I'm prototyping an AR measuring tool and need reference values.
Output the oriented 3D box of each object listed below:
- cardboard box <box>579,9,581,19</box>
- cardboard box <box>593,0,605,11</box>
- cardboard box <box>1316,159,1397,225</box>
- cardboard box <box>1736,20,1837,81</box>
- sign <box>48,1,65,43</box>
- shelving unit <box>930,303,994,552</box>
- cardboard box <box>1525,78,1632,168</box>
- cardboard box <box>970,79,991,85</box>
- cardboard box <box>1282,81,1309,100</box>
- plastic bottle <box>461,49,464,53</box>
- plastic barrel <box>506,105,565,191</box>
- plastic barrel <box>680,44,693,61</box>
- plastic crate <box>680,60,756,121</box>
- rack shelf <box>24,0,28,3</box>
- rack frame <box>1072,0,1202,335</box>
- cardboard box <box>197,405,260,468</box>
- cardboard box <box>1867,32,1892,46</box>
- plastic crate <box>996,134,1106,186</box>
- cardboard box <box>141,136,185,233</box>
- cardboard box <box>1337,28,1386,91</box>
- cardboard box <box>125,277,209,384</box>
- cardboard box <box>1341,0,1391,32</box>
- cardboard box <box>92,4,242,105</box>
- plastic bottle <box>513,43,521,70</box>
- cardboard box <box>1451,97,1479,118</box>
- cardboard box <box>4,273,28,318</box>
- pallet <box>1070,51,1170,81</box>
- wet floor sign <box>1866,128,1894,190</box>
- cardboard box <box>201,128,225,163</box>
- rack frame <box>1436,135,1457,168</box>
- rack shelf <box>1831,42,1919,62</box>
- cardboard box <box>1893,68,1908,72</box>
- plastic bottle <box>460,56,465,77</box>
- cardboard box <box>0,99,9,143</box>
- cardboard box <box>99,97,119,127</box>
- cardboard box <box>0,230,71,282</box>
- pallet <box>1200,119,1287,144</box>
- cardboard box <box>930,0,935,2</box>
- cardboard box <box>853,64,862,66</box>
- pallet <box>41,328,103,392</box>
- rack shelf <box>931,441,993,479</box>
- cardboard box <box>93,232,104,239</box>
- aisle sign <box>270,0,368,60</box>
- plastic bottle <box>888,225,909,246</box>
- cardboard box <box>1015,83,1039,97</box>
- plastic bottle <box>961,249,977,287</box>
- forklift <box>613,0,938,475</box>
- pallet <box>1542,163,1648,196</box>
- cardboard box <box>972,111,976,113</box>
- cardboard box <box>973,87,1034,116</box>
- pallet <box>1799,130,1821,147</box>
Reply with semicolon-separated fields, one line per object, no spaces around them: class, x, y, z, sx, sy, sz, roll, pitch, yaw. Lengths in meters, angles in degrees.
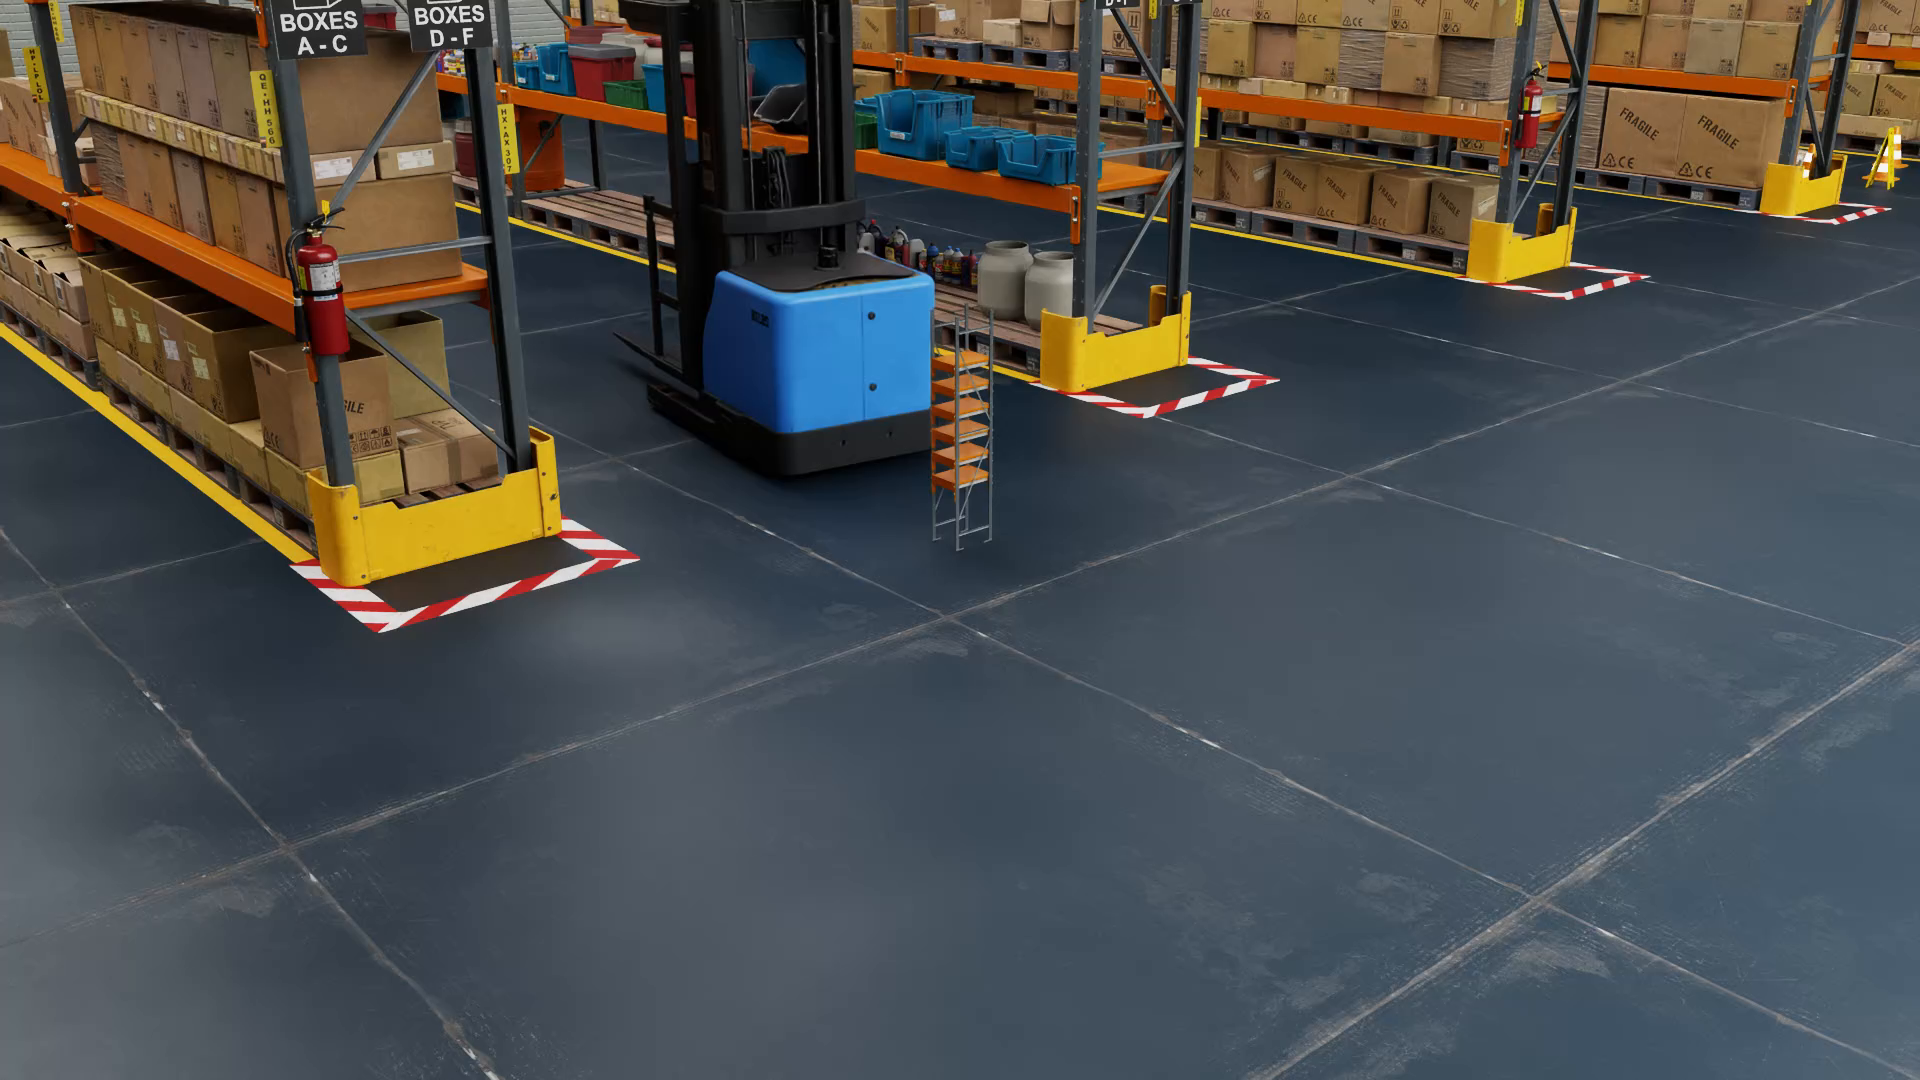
cardboard box;-5.390;-7.770;24.552;0.380;0.149;0.250;-18;28;-38
cardboard box;-5.087;-7.863;24.245;0.500;0.250;0.500;-18;28;-38
cardboard box;3.698;-3.256;15.535;0.500;0.500;0.500;-14;26;-33
cardboard box;8.451;-5.028;17.001;0.875;0.550;0.550;-17;27;-37
sign;-7.407;-4.238;13.605;0.100;0.325;0.005;-17;27;-37
shelving unit;0.009;-0.555;8.255;0.258;1.200;0.189;-17;27;-37
cardboard box;7.065;-4.739;18.807;0.875;0.875;0.875;-17;27;-37
cardboard box;0.380;-7.077;25.772;0.380;0.149;0.250;-17;27;-37
cardboard box;3.194;-4.159;15.334;0.380;0.149;0.250;-17;27;-37
plastic bottle;-5.455;-5.381;18.287;0.097;0.271;0.097;0;21;0
plastic barrel;-4.403;-4.060;17.138;0.600;0.830;0.708;-17;27;-37
plastic barrel;-2.397;-4.222;14.963;0.433;0.535;0.433;0;21;0
plastic crate;-2.007;-3.730;13.806;0.402;0.464;0.583;-17;27;-37
rack shelf;-6.520;-4.075;11.649;1.077;0.370;4.000;-17;27;-37
rack frame;1.151;-2.534;10.841;1.000;3.000;0.127;-17;27;-37
cardboard box;-3.841;-0.622;9.153;0.500;0.250;0.500;-17;27;-37
cardboard box;11.414;-6.191;20.522;0.380;0.149;0.250;-17;27;-37
plastic crate;0.598;-2.532;11.039;0.499;0.251;0.616;-17;27;-37
cardboard box;-4.246;-2.103;9.603;0.700;0.500;0.500;-17;27;-37
cardboard box;3.855;-4.315;14.842;0.875;0.500;0.500;-17;27;-37
cardboard box;-4.496;-1.247;9.720;0.500;0.500;0.500;-17;27;-37
cardboard box;3.702;-4.732;14.538;0.500;0.500;0.500;-17;27;-37
cardboard box;-4.589;-2.851;9.735;0.700;0.500;0.500;-18;27;-38
plastic bottle;-4.703;-5.148;17.691;0.097;0.271;0.097;0;21;0
cardboard box;4.399;-3.695;14.149;0.380;0.149;0.250;-17;27;-37
cardboard box;-6.699;-1.844;12.274;0.500;0.250;0.500;-17;27;-36
pallet;1.904;-4.975;17.335;1.003;0.211;1.213;-17;27;-37
wet floor sign;10.246;-4.233;18.407;0.232;0.644;0.267;17;27;36
cardboard box;-3.670;-2.050;8.578;0.380;0.149;0.250;-16;27;-36
rack frame;6.116;-5.971;19.616;1.000;3.000;0.127;-17;27;-37
rack shelf;11.106;-6.290;21.416;1.077;0.370;4.000;-17;27;-37
cardboard box;11.734;-5.775;21.282;0.500;0.500;0.500;-19;28;-39
plastic bottle;-5.061;-4.843;17.008;0.097;0.201;0.097;0;21;0
cardboard box;-7.388;-3.231;12.744;0.500;0.311;0.500;-18;28;-38
cardboard box;-4.852;-2.549;9.853;0.380;0.149;0.250;-18;28;-39
cardboard box;-6.690;-2.101;12.162;0.500;0.311;0.500;-18;28;-38
pallet;3.963;-5.542;22.344;1.003;0.211;1.213;-17;27;-37
cardboard box;-0.297;-8.714;26.075;0.500;0.500;0.500;-18;27;-38
cardboard box;-1.329;-5.573;20.938;1.225;0.875;0.875;-17;27;-37
pallet;-5.725;-1.357;11.659;1.003;0.211;1.213;-17;27;-37
rack shelf;0.009;-0.402;8.315;0.258;0.103;0.180;-17;27;-37
cardboard box;-6.300;-2.235;12.504;0.500;0.311;0.500;-17;27;-36
aisle sign;-2.783;-2.478;7.134;0.394;0.787;0.004;-17;27;-37
plastic bottle;-0.485;-2.359;13.423;0.144;0.351;0.185;-18;27;-38
cardboard box;1.176;-6.946;24.956;0.500;0.500;0.500;-16;27;-35
plastic bottle;0.070;-2.116;12.895;0.061;0.283;0.133;-17;27;-37
forklift;-1.333;-2.209;10.106;1.130;2.935;3.031;-13;25;-30
pallet;7.354;-4.107;18.680;1.003;0.211;1.213;-17;27;-37
cardboard box;0.134;-4.784;19.410;0.700;0.500;0.500;-19;28;-40
cardboard box;0.496;-4.991;18.911;0.500;0.250;0.500;-14;25;-32
pallet;11.066;-5.365;21.891;1.003;0.211;1.213;-17;27;-37
